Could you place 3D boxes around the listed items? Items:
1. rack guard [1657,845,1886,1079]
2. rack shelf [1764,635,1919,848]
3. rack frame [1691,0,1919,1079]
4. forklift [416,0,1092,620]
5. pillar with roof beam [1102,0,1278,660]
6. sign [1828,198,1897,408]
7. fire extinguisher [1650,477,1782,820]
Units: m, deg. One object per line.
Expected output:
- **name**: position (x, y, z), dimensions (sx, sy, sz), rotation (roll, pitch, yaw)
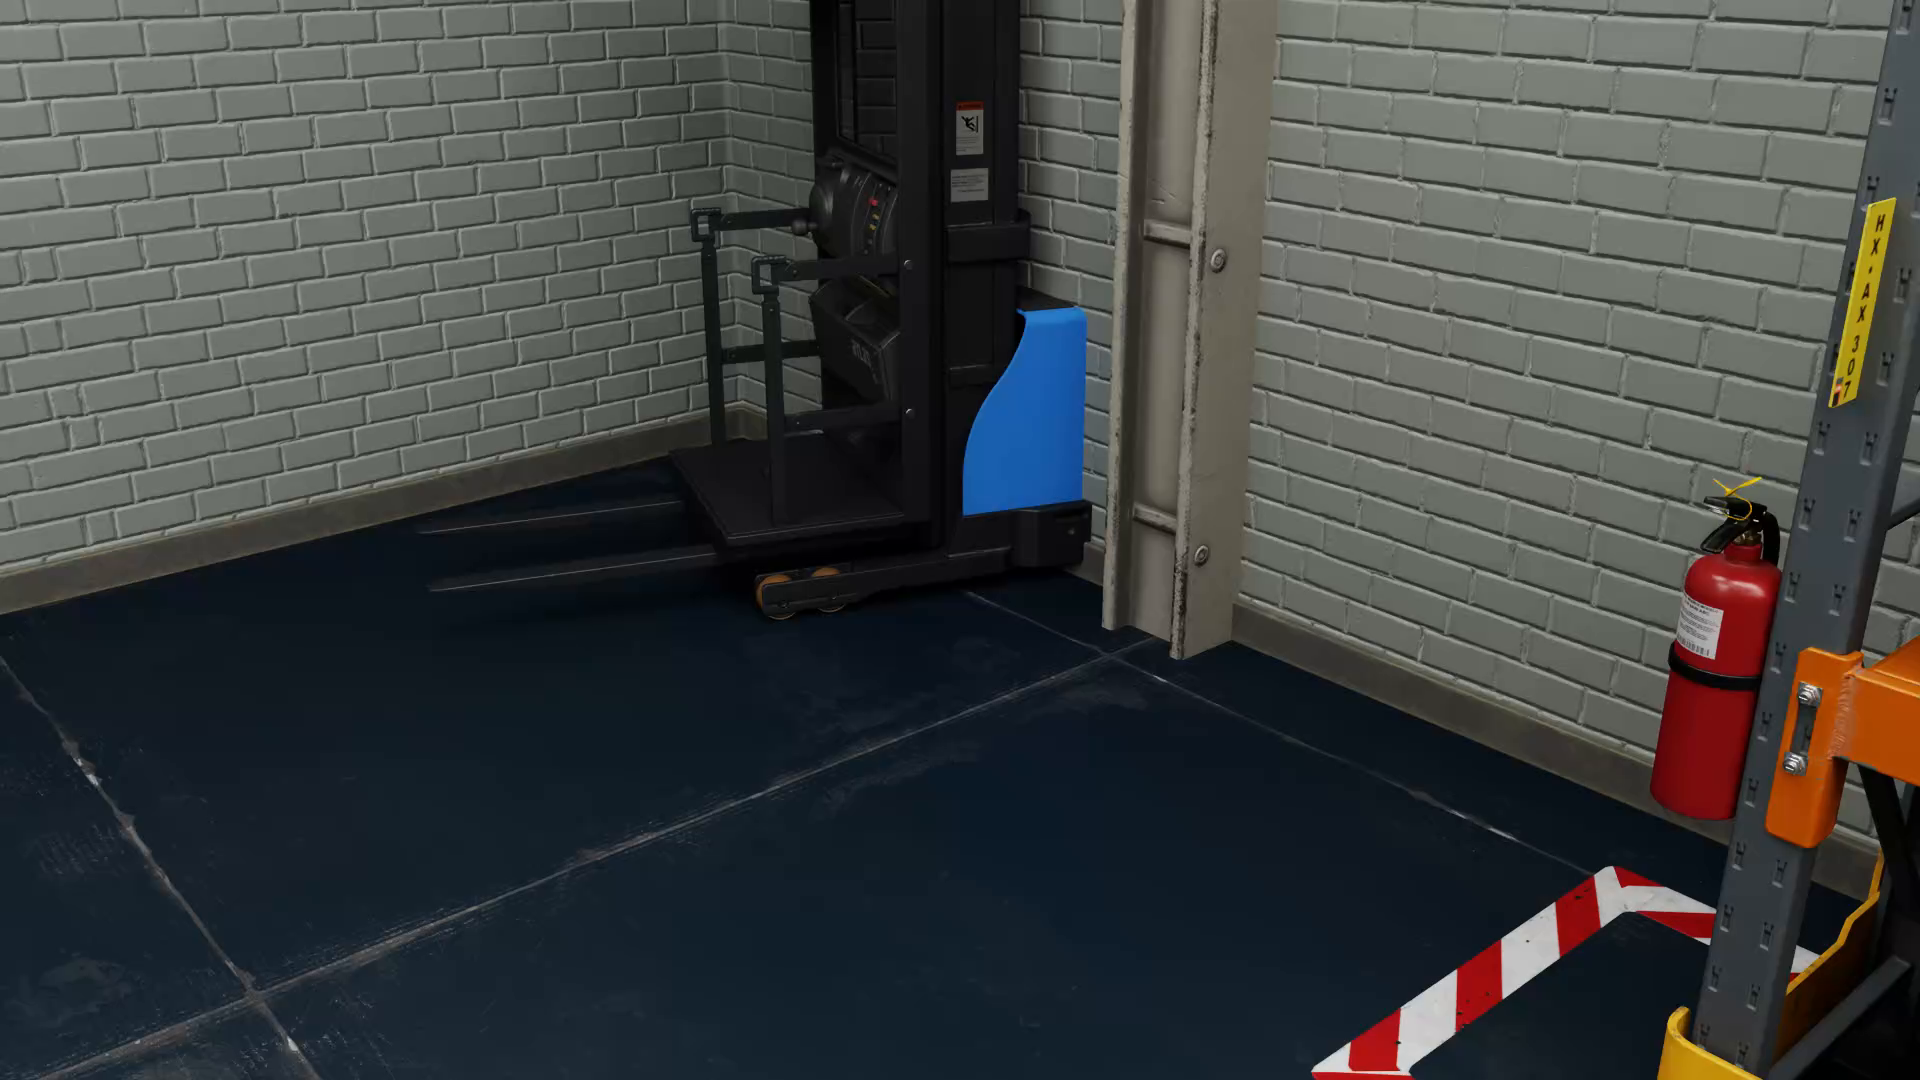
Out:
- **rack guard**: position (1.894, 1.084, 3.530), dimensions (1.175, 0.500, 0.348), rotation (-17, 27, -37)
- **rack shelf**: position (3.150, 0.787, 1.848), dimensions (1.077, 0.370, 4.000), rotation (-17, 27, -37)
- **rack frame**: position (1.845, -0.101, 3.128), dimensions (1.000, 3.000, 0.127), rotation (-17, 27, -37)
- **forklift**: position (-0.590, -1.284, 6.243), dimensions (3.031, 2.935, 1.130), rotation (-8, 23, -19)
- **pillar with roof beam**: position (-2.494, -2.829, 1.867), dimensions (9.100, 9.000, 0.400), rotation (-17, 27, -37)
- **sign**: position (1.434, -0.375, 2.640), dimensions (0.100, 0.325, 0.005), rotation (-17, 27, -37)
- **fire extinguisher**: position (1.398, 0.178, 3.033), dimensions (0.296, 0.674, 0.183), rotation (-17, 27, -37)
